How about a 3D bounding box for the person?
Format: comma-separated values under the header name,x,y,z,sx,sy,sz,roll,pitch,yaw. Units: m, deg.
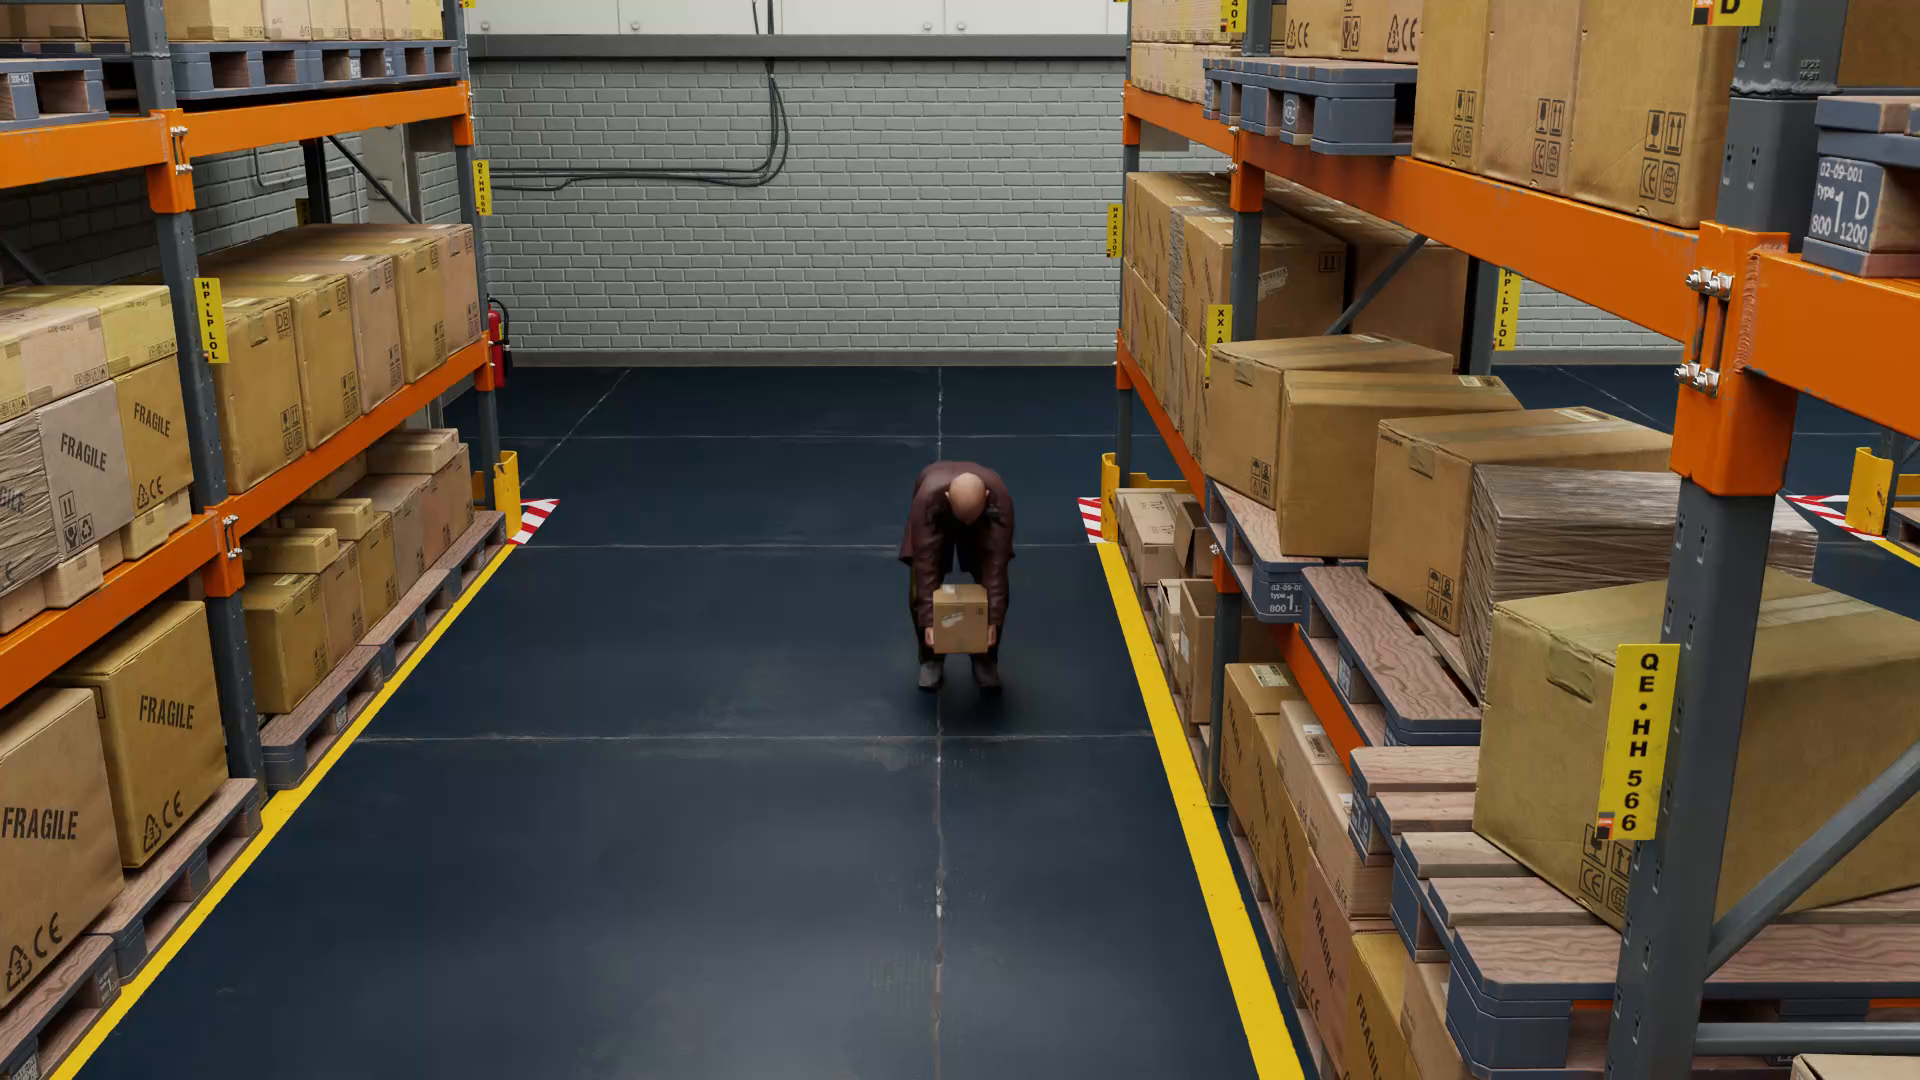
name,x,y,z,sx,sy,sz,roll,pitch,yaw
person,-0.003,0.173,7.984,0.579,1.205,0.928,-1,17,-3
